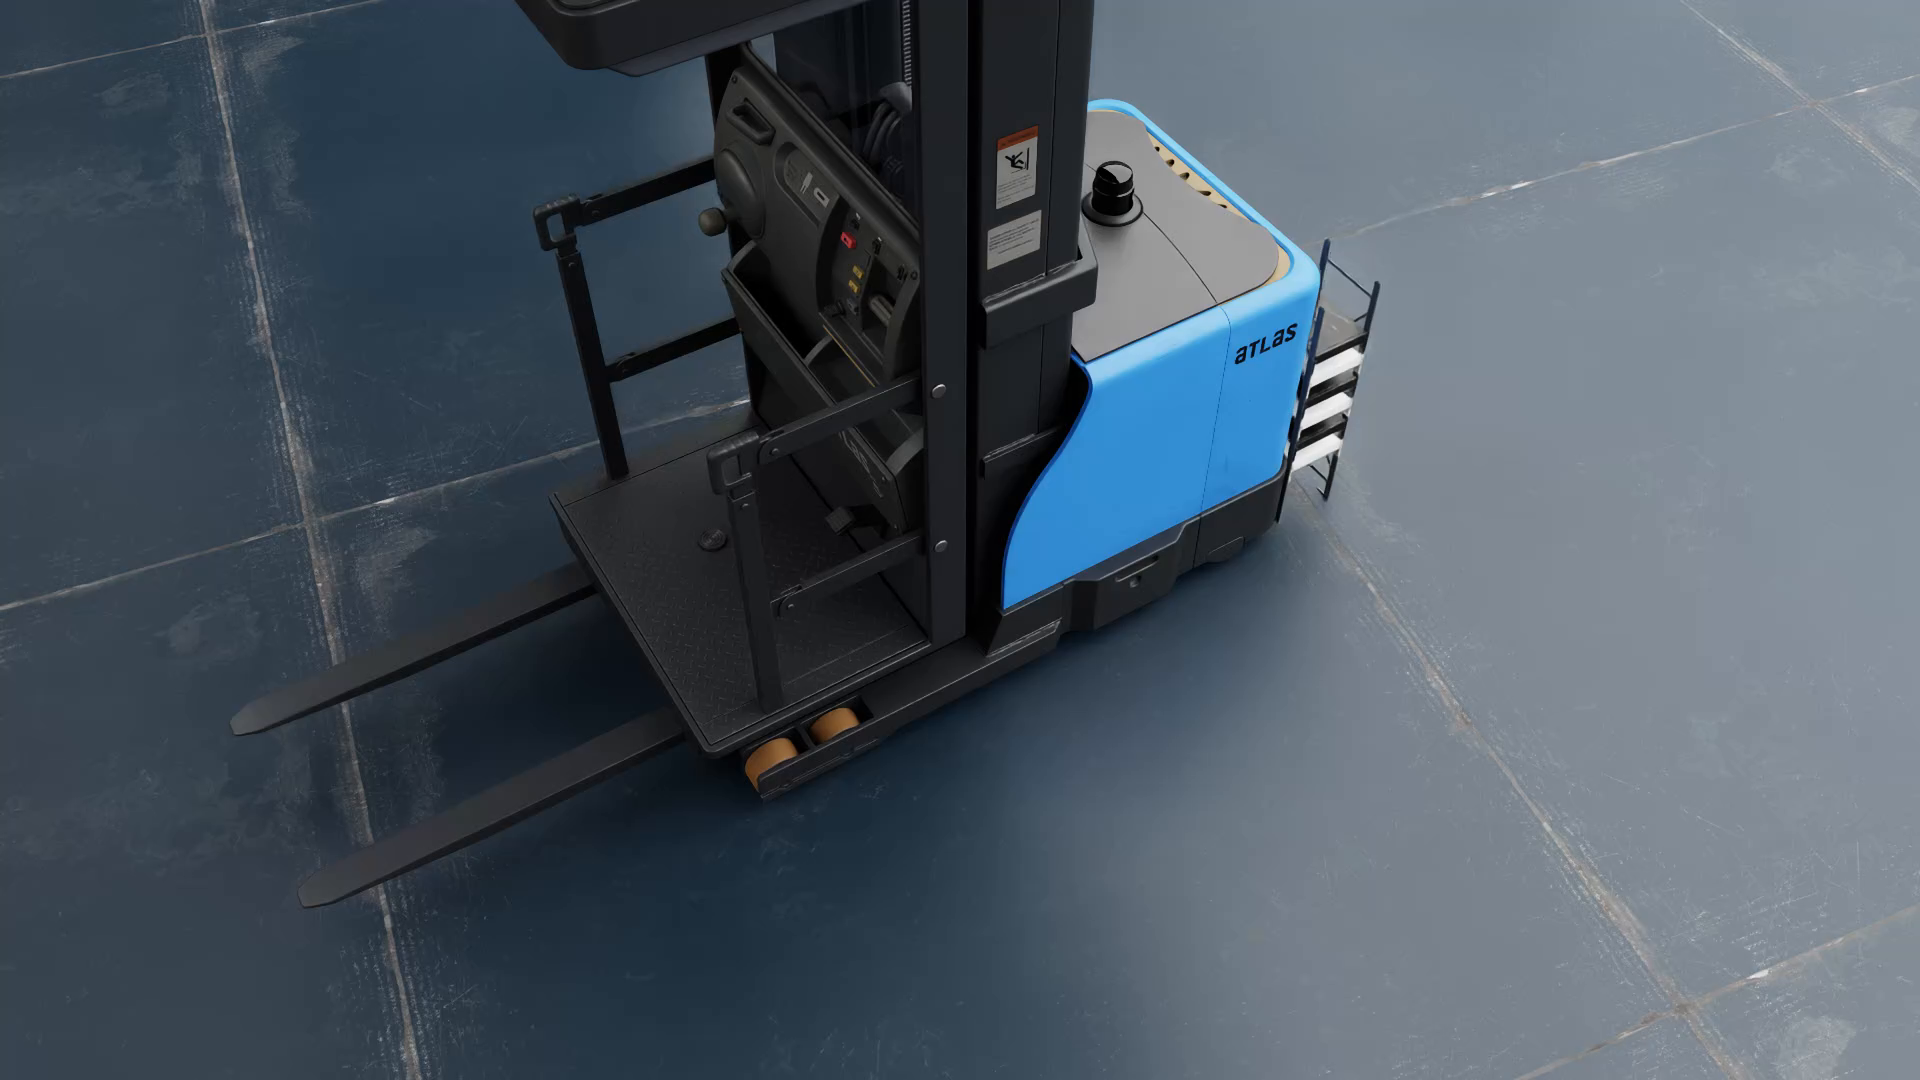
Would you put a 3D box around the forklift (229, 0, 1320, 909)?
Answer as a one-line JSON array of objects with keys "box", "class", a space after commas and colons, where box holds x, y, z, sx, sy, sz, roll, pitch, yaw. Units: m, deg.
[{"box": [-0.532, -0.706, 3.924, 3.031, 2.935, 1.130, -25, 54, -20], "class": "forklift"}]

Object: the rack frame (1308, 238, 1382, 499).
[{"box": [1.123, -0.504, 5.088, 0.006, 0.900, 0.240, -25, 54, -20], "class": "rack frame"}]

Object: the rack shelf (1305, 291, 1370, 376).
[{"box": [1.036, -0.617, 4.874, 0.200, 0.077, 0.258, -25, 54, -20], "class": "rack shelf"}]

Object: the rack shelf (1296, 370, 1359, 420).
[{"box": [1.036, -0.500, 5.011, 0.200, 0.077, 0.258, -25, 54, -20], "class": "rack shelf"}]

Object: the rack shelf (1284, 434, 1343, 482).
[{"box": [1.038, -0.325, 5.216, 0.200, 0.077, 0.258, -25, 54, -20], "class": "rack shelf"}]

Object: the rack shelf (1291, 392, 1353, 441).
[{"box": [1.037, -0.442, 5.079, 0.200, 0.077, 0.258, -25, 54, -20], "class": "rack shelf"}]

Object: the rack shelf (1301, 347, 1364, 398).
[{"box": [1.036, -0.559, 4.942, 0.200, 0.077, 0.258, -25, 54, -20], "class": "rack shelf"}]

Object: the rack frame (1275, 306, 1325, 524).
[{"box": [0.950, -0.422, 5.020, 0.006, 0.900, 0.240, -25, 54, -20], "class": "rack frame"}]

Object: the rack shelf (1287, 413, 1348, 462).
[{"box": [1.037, -0.383, 5.148, 0.200, 0.077, 0.258, -25, 54, -20], "class": "rack shelf"}]

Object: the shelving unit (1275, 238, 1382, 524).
[{"box": [1.037, -0.463, 5.054, 0.210, 0.900, 0.258, -25, 54, -20], "class": "shelving unit"}]
